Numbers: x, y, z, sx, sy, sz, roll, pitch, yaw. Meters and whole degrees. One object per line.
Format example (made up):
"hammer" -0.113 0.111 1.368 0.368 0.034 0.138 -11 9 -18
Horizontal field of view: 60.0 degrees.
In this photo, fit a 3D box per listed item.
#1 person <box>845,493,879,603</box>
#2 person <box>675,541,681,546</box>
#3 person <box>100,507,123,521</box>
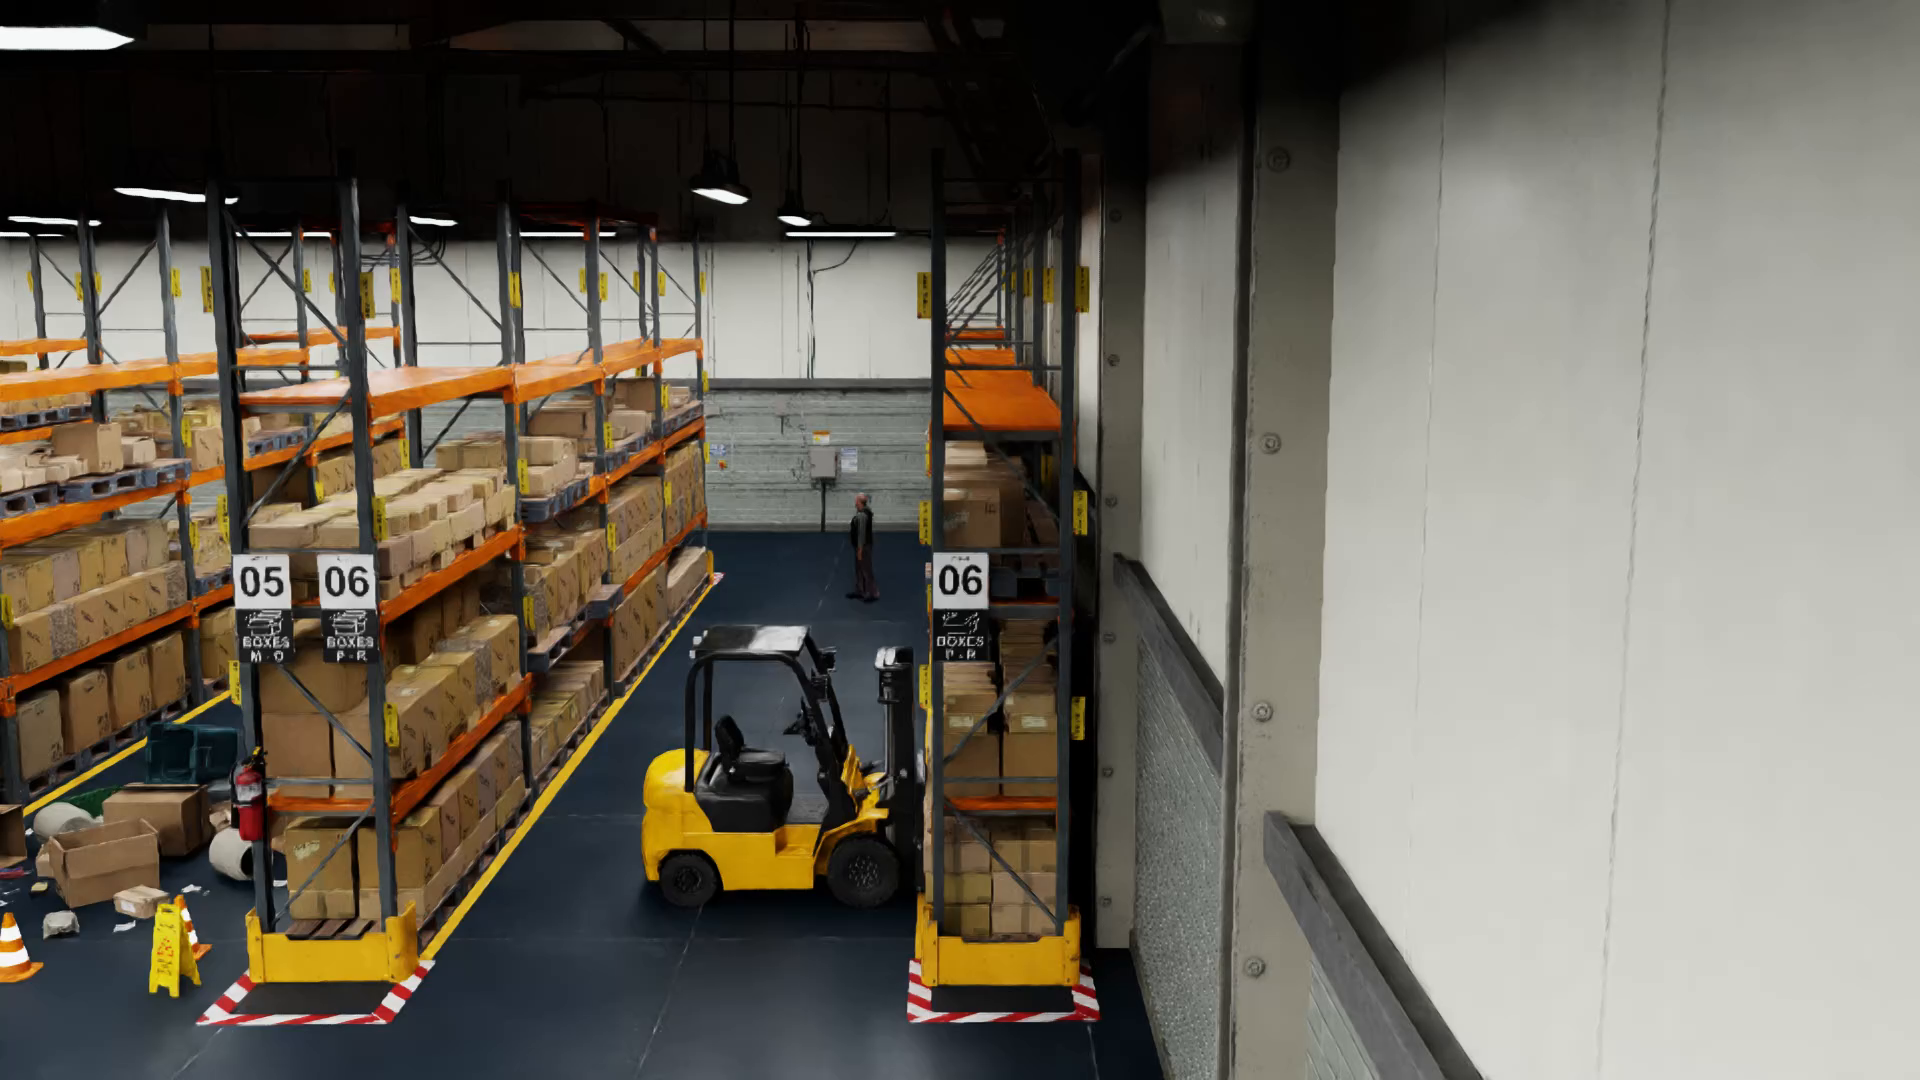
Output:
"person" -1.558 0.104 26.394 0.578 1.722 0.716 0 9 3
"person" -5.557 -0.668 31.256 0.559 1.716 0.653 -5 10 -27
"person" -15.141 -0.379 29.725 0.499 1.588 0.615 6 11 32
